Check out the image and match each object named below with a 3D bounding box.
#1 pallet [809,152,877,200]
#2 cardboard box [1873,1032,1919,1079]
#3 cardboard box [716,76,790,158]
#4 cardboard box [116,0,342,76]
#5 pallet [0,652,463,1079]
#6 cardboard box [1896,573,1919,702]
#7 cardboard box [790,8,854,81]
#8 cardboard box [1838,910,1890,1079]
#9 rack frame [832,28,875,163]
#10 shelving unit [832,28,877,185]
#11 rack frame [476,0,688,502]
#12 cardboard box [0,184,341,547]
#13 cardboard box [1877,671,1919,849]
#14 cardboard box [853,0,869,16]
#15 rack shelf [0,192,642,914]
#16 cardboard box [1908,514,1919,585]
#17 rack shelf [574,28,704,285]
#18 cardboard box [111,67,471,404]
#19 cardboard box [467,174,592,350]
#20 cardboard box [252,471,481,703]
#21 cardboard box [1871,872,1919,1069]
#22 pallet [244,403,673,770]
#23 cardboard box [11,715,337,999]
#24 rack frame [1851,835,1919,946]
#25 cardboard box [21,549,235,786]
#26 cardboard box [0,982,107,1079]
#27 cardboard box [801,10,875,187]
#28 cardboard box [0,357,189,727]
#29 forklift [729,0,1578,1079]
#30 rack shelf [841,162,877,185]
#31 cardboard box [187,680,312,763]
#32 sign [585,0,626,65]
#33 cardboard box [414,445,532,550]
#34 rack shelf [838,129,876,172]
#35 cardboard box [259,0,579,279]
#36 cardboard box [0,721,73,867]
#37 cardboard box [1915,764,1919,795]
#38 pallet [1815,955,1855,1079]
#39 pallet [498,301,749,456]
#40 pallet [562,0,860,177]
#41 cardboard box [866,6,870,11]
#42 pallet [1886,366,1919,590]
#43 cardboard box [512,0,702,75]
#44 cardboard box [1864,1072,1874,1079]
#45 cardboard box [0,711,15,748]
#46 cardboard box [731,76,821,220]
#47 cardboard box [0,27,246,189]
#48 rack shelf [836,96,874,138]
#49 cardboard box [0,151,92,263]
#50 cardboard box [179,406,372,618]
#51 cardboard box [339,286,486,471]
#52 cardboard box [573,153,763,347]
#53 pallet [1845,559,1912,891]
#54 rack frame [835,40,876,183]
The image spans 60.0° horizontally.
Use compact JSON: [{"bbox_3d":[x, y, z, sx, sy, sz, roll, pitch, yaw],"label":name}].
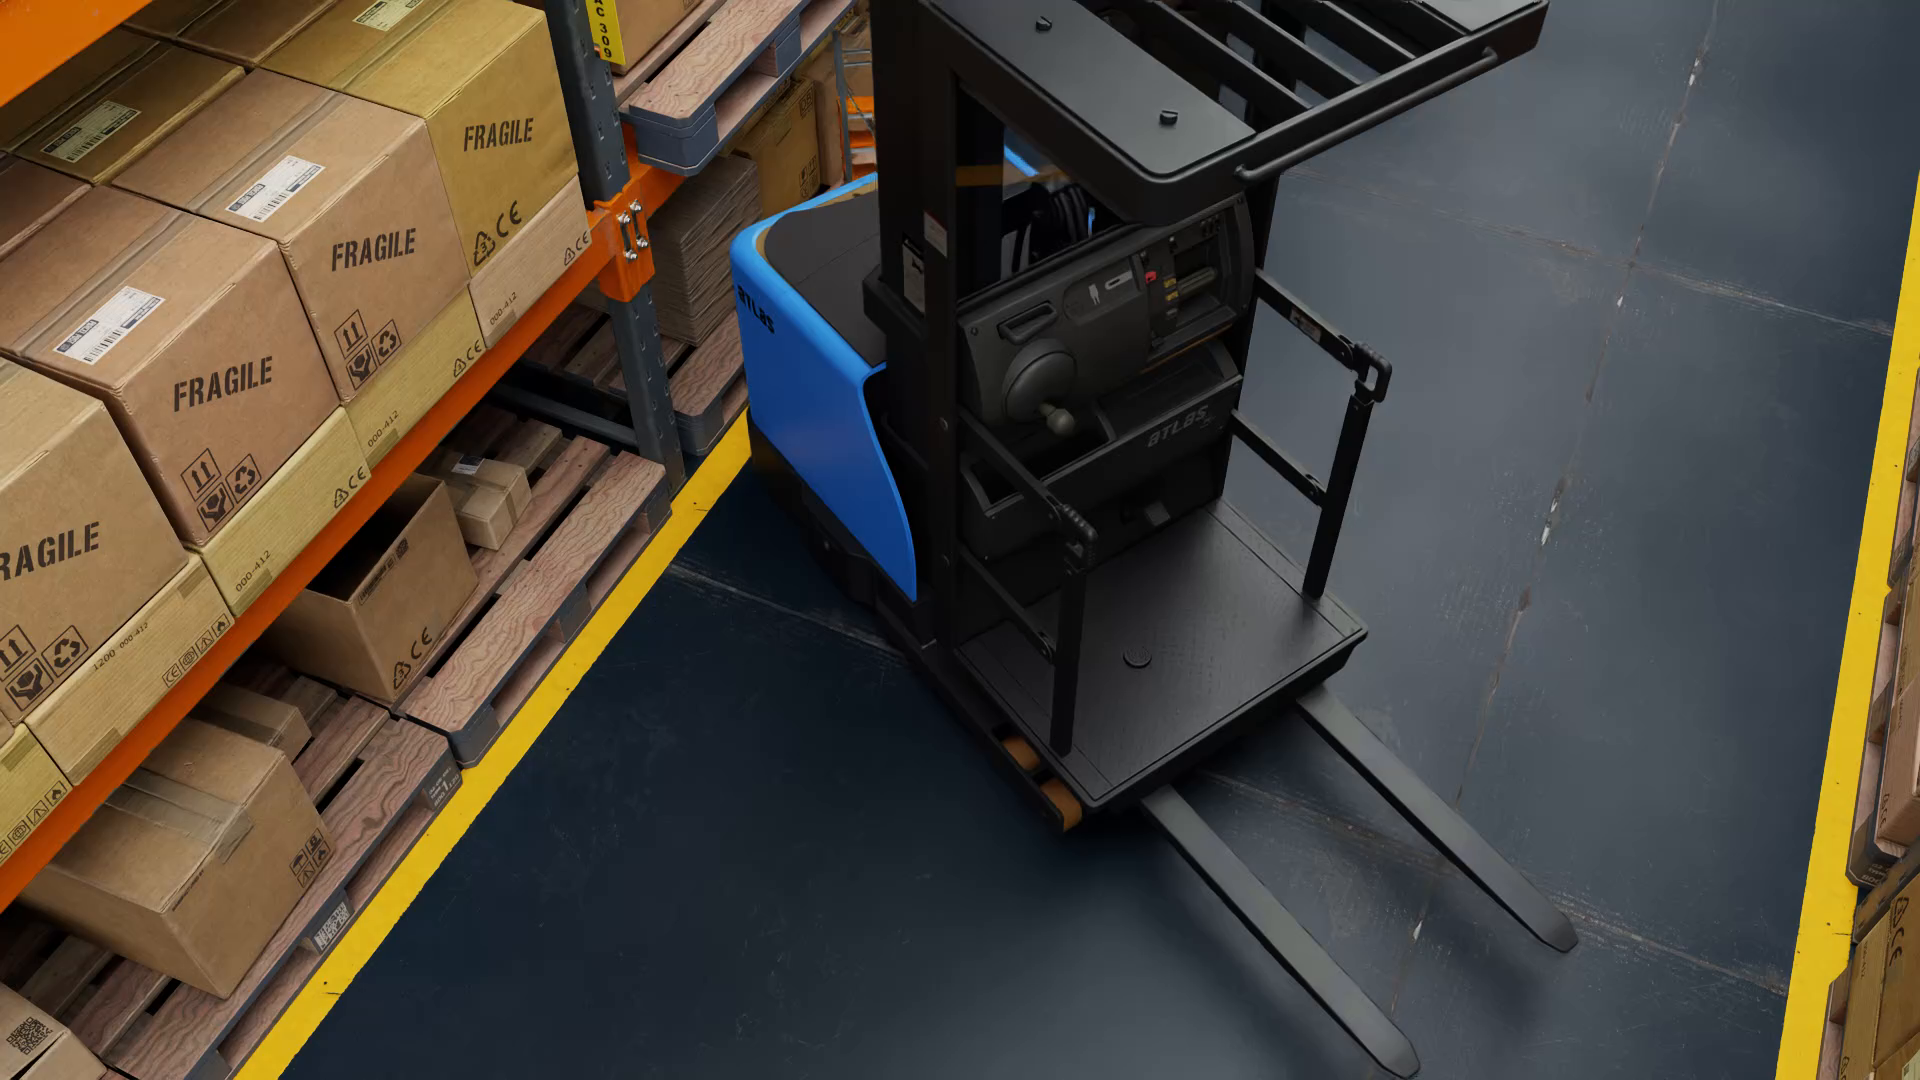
[{"bbox_3d":[-0.598,-1.781,7.127,1.003,0.211,1.213,20,52,16],"label":"pallet"},{"bbox_3d":[2.343,1.381,3.643,0.500,0.500,0.500,20,52,16],"label":"cardboard box"},{"bbox_3d":[-0.965,-1.697,6.084,0.500,0.250,0.500,19,52,15],"label":"cardboard box"},{"bbox_3d":[-1.839,-1.250,4.437,0.500,0.500,0.500,19,52,15],"label":"cardboard box"},{"bbox_3d":[-2.224,0.916,4.832,1.003,0.211,1.213,20,52,16],"label":"pallet"},{"bbox_3d":[3.164,0.332,5.028,0.500,0.250,0.500,19,52,16],"label":"cardboard box"},{"bbox_3d":[-0.746,-2.056,6.390,0.500,0.250,0.500,18,52,15],"label":"cardboard box"},{"bbox_3d":[2.559,1.280,4.221,0.500,0.250,0.500,20,52,16],"label":"cardboard box"},{"bbox_3d":[-0.298,-1.266,6.088,0.240,1.200,0.006,-6,29,-5],"label":"rack frame"},{"bbox_3d":[-0.286,-1.223,6.008,0.258,1.200,0.189,-6,29,-5],"label":"shelving unit"},{"bbox_3d":[-1.450,-1.305,4.891,1.000,3.000,0.127,20,52,16],"label":"rack frame"},{"bbox_3d":[-1.805,-0.390,3.706,0.500,0.500,0.500,18,52,15],"label":"cardboard box"},{"bbox_3d":[2.946,0.680,4.732,0.500,0.250,0.500,19,52,16],"label":"cardboard box"},{"bbox_3d":[-0.517,-2.394,6.677,0.500,0.250,0.500,20,52,16],"label":"cardboard box"},{"bbox_3d":[-2.304,0.306,3.993,1.077,0.370,4.000,20,52,16],"label":"rack shelf"},{"bbox_3d":[3.382,-0.020,5.328,0.500,0.250,0.500,21,53,17],"label":"cardboard box"},{"bbox_3d":[-0.595,-2.449,6.336,1.077,0.370,4.000,20,52,16],"label":"rack shelf"},{"bbox_3d":[-1.580,-0.734,3.998,0.500,0.500,0.500,20,52,16],"label":"cardboard box"},{"bbox_3d":[-1.378,-0.838,4.579,0.500,0.250,0.500,20,52,16],"label":"cardboard box"},{"bbox_3d":[-1.857,0.091,5.056,0.500,0.500,0.500,16,52,13],"label":"cardboard box"},{"bbox_3d":[2.550,1.034,3.938,0.500,0.500,0.500,20,52,16],"label":"cardboard box"},{"bbox_3d":[-1.704,0.073,5.549,1.003,0.211,1.213,20,52,16],"label":"pallet"},{"bbox_3d":[-2.179,0.789,4.462,0.700,0.500,0.500,17,52,14],"label":"cardboard box"},{"bbox_3d":[3.031,0.305,3.521,1.000,3.000,0.127,20,52,16],"label":"rack frame"},{"bbox_3d":[-2.013,0.201,3.695,0.500,0.250,0.500,20,53,16],"label":"cardboard box"},{"bbox_3d":[-2.538,1.339,4.118,0.500,0.311,0.500,24,54,19],"label":"cardboard box"},{"bbox_3d":[-0.720,-1.860,6.715,0.700,0.500,0.500,20,53,16],"label":"cardboard box"},{"bbox_3d":[-2.026,-0.032,3.401,0.500,0.500,0.500,21,53,17],"label":"cardboard box"},{"bbox_3d":[0.533,-0.501,4.251,1.130,2.935,3.031,-29,55,-22],"label":"forklift"},{"bbox_3d":[-0.290,-1.289,5.971,0.258,0.103,0.180,-6,29,-5],"label":"rack shelf"},{"bbox_3d":[-2.151,0.572,4.877,0.380,0.149,0.250,16,51,13],"label":"cardboard box"},{"bbox_3d":[-0.956,-1.414,4.415,0.100,0.325,0.005,20,52,16],"label":"sign"},{"bbox_3d":[-1.651,-0.151,5.480,0.380,0.166,0.250,14,51,11],"label":"cardboard box"},{"bbox_3d":[-0.295,-1.394,5.913,0.258,0.103,0.180,-6,29,-5],"label":"rack shelf"},{"bbox_3d":[-1.372,-1.079,4.292,0.500,0.500,0.500,20,52,16],"label":"cardboard box"},{"bbox_3d":[-2.231,0.548,3.399,0.500,0.250,0.500,19,52,16],"label":"cardboard box"},{"bbox_3d":[2.945,0.506,4.512,0.500,0.311,0.500,20,52,16],"label":"cardboard box"},{"bbox_3d":[2.653,1.742,4.129,1.003,0.211,1.213,20,52,16],"label":"pallet"},{"bbox_3d":[-1.118,-0.938,6.409,1.003,0.211,1.213,20,52,16],"label":"pallet"},{"bbox_3d":[-0.991,-1.721,5.371,1.003,0.211,1.213,20,52,16],"label":"pallet"},{"bbox_3d":[-0.513,-2.210,7.014,0.700,0.500,0.500,20,52,16],"label":"cardboard box"},{"bbox_3d":[3.830,-0.155,5.743,1.003,0.211,1.213,20,52,16],"label":"pallet"},{"bbox_3d":[-1.201,-1.819,4.974,0.700,0.500,0.500,20,52,16],"label":"cardboard box"},{"bbox_3d":[2.341,1.623,3.929,0.500,0.250,0.500,20,52,16],"label":"cardboard box"},{"bbox_3d":[-2.236,0.327,3.095,0.500,0.500,0.500,18,52,15],"label":"cardboard box"},{"bbox_3d":[-0.975,-1.522,6.428,0.700,0.500,0.500,19,52,15],"label":"cardboard box"},{"bbox_3d":[-2.064,-0.895,4.135,0.500,0.500,0.500,20,52,16],"label":"cardboard box"},{"bbox_3d":[-0.301,-1.499,5.856,0.258,0.103,0.180,-6,29,-5],"label":"rack shelf"},{"bbox_3d":[-2.281,-0.553,3.844,0.500,0.500,0.500,21,53,17],"label":"cardboard box"},{"bbox_3d":[-1.799,-0.146,3.990,0.500,0.250,0.500,20,52,16],"label":"cardboard box"},{"bbox_3d":[-1.598,-0.497,4.289,0.500,0.250,0.500,20,52,16],"label":"cardboard box"},{"bbox_3d":[-1.150,-1.149,6.111,0.700,0.500,0.500,21,53,17],"label":"cardboard box"},{"bbox_3d":[3.310,0.688,5.026,1.003,0.211,1.213,20,52,16],"label":"pallet"},{"bbox_3d":[-0.275,-1.179,5.928,0.240,1.200,0.006,-6,29,-5],"label":"rack frame"}]
